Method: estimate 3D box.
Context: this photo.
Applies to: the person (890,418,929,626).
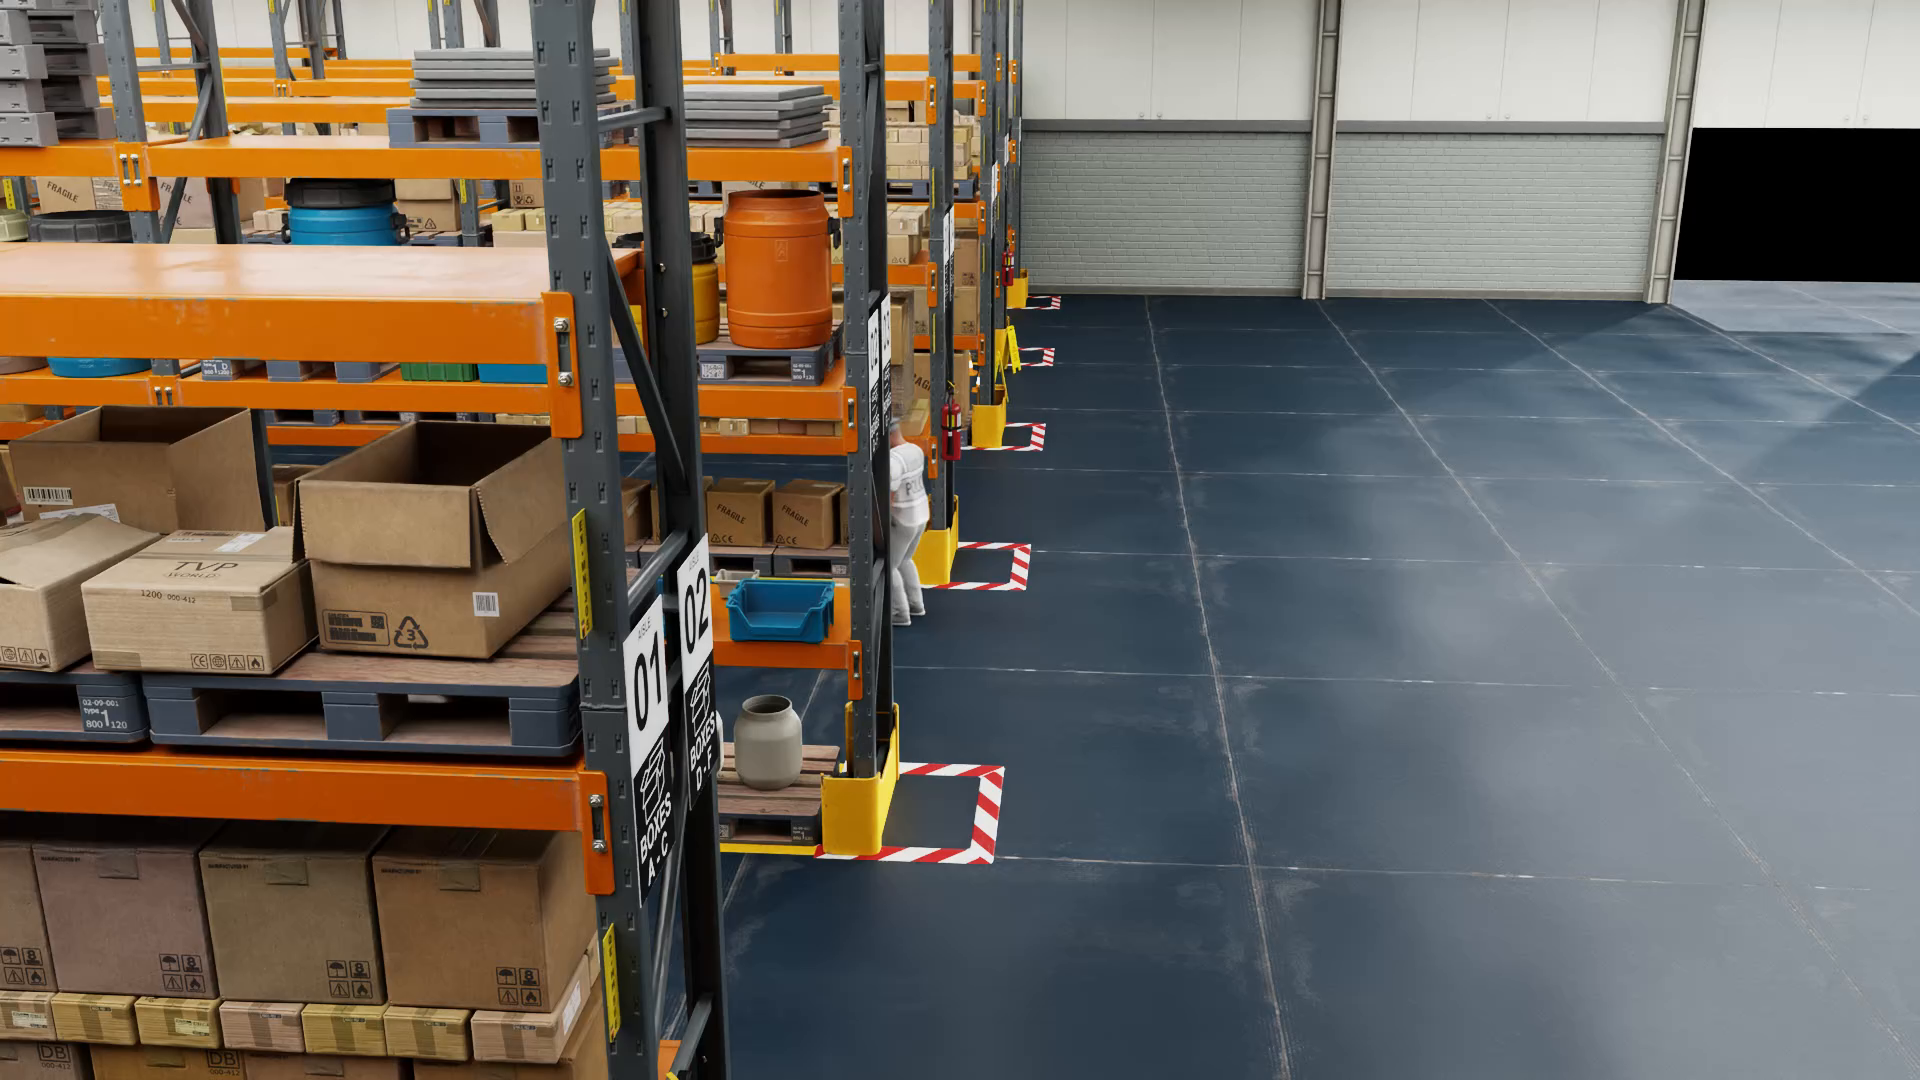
[{"bbox_3d":[-0.502,-0.147,13.576,0.440,1.722,0.547,8,19,24],"label":"person"}]
